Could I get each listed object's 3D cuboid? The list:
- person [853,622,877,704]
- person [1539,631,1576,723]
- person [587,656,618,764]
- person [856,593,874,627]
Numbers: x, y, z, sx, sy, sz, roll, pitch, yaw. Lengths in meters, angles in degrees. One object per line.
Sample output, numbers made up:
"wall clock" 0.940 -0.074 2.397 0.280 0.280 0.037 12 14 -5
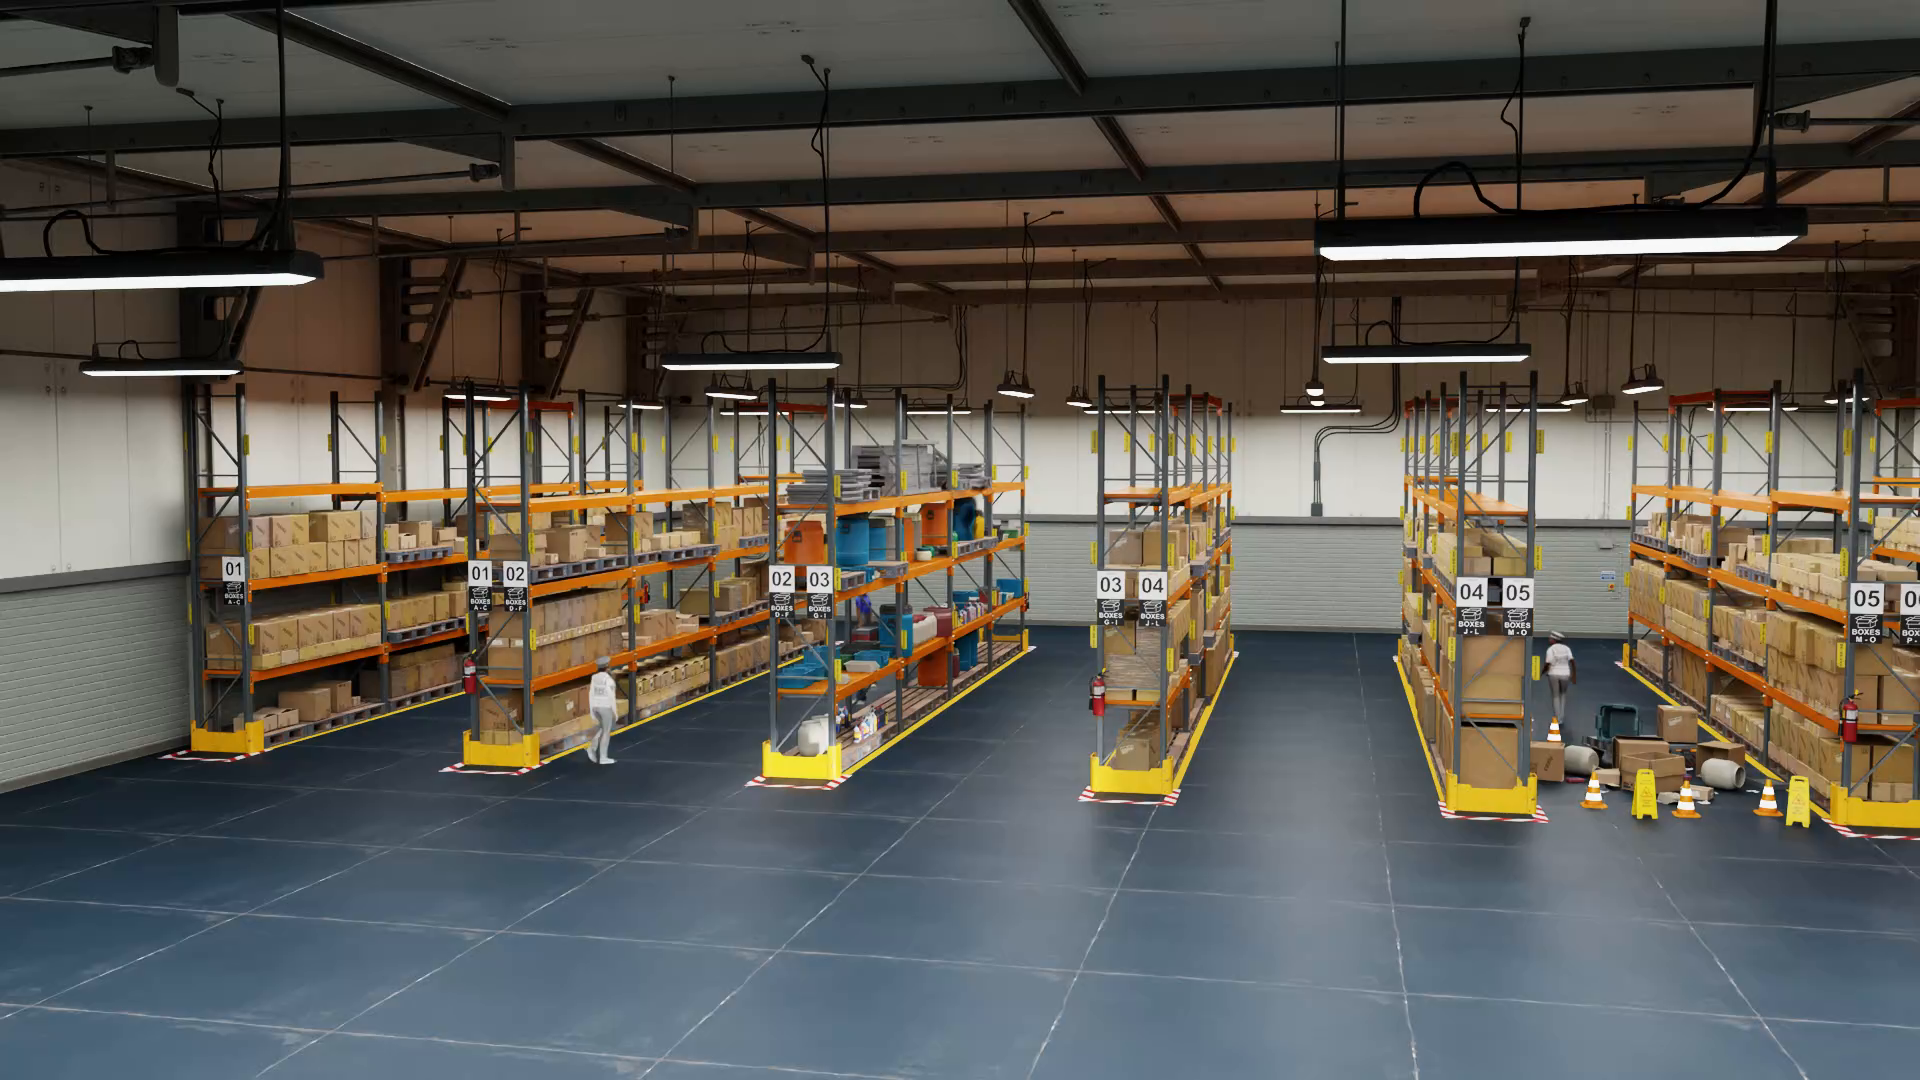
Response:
"person" -1.840 2.366 32.182 0.577 1.584 0.525 -2 4 -36
"person" 10.780 2.499 29.949 0.626 1.720 0.709 1 3 11
"person" -5.586 2.657 26.023 0.492 1.684 0.445 3 5 45
"person" -2.310 1.953 39.775 0.391 1.593 0.503 2 4 28
